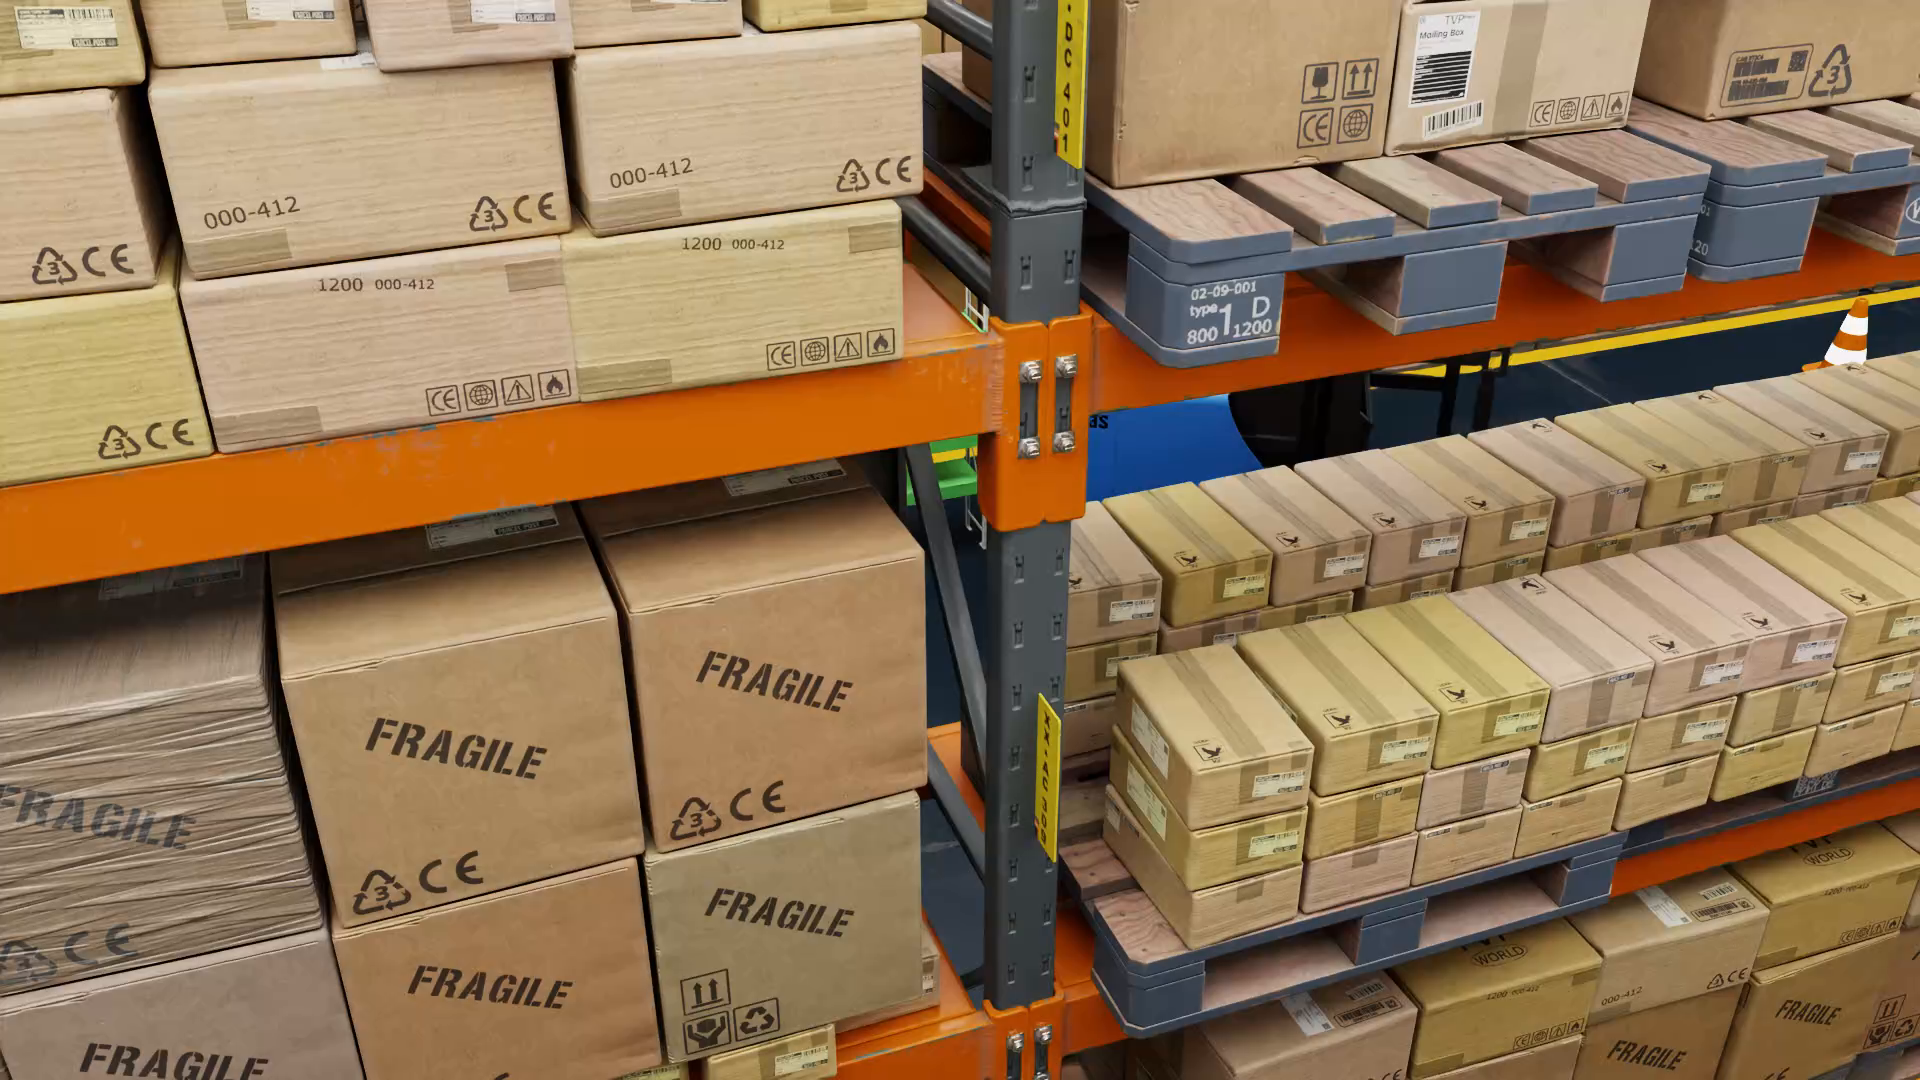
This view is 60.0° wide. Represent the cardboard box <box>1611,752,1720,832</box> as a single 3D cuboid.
[{"bbox_3d":[1.461,0.459,3.743,0.250,0.149,0.380,-12,32,-20],"label":"cardboard box"}]

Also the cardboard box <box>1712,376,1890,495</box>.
[{"bbox_3d":[2.228,-0.285,4.449,0.250,0.149,0.380,-9,31,-15],"label":"cardboard box"}]

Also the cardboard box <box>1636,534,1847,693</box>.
[{"bbox_3d":[1.705,0.156,3.674,0.250,0.149,0.380,-9,31,-16],"label":"cardboard box"}]

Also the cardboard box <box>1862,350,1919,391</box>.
[{"bbox_3d":[2.729,-0.378,4.612,0.250,0.149,0.380,-11,31,-18],"label":"cardboard box"}]

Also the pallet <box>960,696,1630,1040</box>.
[{"bbox_3d":[0.731,0.585,3.887,1.213,0.211,1.003,-10,31,-18],"label":"pallet"}]

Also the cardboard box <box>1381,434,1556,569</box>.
[{"bbox_3d":[1.244,-0.102,4.128,0.250,0.149,0.380,-11,32,-19],"label":"cardboard box"}]

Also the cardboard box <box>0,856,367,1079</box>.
[{"bbox_3d":[-1.345,0.782,2.945,0.500,0.500,0.500,-11,31,-18],"label":"cardboard box"}]

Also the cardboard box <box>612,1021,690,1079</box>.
[{"bbox_3d":[-0.697,0.947,3.312,0.250,0.149,0.380,-9,31,-16],"label":"cardboard box"}]

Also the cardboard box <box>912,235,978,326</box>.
[{"bbox_3d":[-0.460,-1.276,8.681,0.875,0.875,0.875,-10,31,-16],"label":"cardboard box"}]

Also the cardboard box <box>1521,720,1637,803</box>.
[{"bbox_3d":[1.221,0.374,3.593,0.250,0.149,0.380,-12,32,-20],"label":"cardboard box"}]

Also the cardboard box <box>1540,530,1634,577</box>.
[{"bbox_3d":[1.502,-0.026,4.294,0.250,0.149,0.380,-10,31,-17],"label":"cardboard box"}]

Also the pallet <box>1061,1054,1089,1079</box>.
[{"bbox_3d":[0.693,1.643,4.653,1.213,0.211,1.003,-10,31,-18],"label":"pallet"}]

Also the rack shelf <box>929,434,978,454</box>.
[{"bbox_3d":[-0.155,-0.437,7.434,0.480,0.148,0.258,-10,31,-18],"label":"rack shelf"}]

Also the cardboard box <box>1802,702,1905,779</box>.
[{"bbox_3d":[1.952,0.368,3.903,0.250,0.149,0.380,-12,32,-20],"label":"cardboard box"}]

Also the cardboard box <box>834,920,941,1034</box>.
[{"bbox_3d":[-0.223,0.833,3.511,0.250,0.149,0.380,-11,31,-18],"label":"cardboard box"}]

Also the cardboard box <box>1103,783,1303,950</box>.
[{"bbox_3d":[0.493,0.638,3.429,0.250,0.149,0.380,-12,32,-20],"label":"cardboard box"}]

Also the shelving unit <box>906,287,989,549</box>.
[{"bbox_3d":[-0.155,-0.493,7.403,0.503,1.200,0.258,-10,31,-18],"label":"shelving unit"}]

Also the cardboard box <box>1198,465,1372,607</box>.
[{"bbox_3d":[0.766,-0.016,3.976,0.250,0.149,0.380,-11,32,-19],"label":"cardboard box"}]

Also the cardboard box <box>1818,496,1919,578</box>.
[{"bbox_3d":[2.200,0.063,3.837,0.250,0.149,0.380,-9,31,-15],"label":"cardboard box"}]

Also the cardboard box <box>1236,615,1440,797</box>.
[{"bbox_3d":[0.752,0.329,3.371,0.250,0.149,0.380,-10,31,-16],"label":"cardboard box"}]

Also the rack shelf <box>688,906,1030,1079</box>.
[{"bbox_3d":[-1.911,1.224,3.298,4.000,0.370,1.077,-10,31,-18],"label":"rack shelf"}]

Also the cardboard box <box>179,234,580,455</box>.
[{"bbox_3d":[-0.874,-0.381,2.510,0.500,0.250,0.500,-11,31,-18],"label":"cardboard box"}]

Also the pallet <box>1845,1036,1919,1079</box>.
[{"bbox_3d":[2.980,1.222,5.393,1.213,0.211,1.003,-10,31,-18],"label":"pallet"}]

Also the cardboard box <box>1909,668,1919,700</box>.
[{"bbox_3d":[2.200,0.193,3.909,0.250,0.149,0.380,-10,31,-16],"label":"cardboard box"}]

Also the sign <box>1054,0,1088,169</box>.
[{"bbox_3d":[0.160,-0.711,2.416,0.005,0.325,0.100,-10,31,-18],"label":"sign"}]

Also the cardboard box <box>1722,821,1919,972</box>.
[{"bbox_3d":[2.212,0.866,4.543,0.500,0.250,0.500,-10,31,-16],"label":"cardboard box"}]

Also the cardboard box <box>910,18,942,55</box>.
[{"bbox_3d":[-0.406,-2.319,7.680,0.500,0.500,0.500,-11,32,-19],"label":"cardboard box"}]

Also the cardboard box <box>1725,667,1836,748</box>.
[{"bbox_3d":[1.721,0.280,3.757,0.250,0.149,0.380,-11,31,-18],"label":"cardboard box"}]

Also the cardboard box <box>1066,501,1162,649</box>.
[{"bbox_3d":[0.272,0.075,3.818,0.250,0.149,0.380,-9,31,-15],"label":"cardboard box"}]

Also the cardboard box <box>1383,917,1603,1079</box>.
[{"bbox_3d":[1.246,1.046,4.227,0.500,0.250,0.500,-10,31,-16],"label":"cardboard box"}]

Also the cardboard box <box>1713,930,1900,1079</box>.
[{"bbox_3d":[2.209,1.201,4.713,0.500,0.500,0.500,-12,32,-20],"label":"cardboard box"}]

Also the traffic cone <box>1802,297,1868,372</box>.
[{"bbox_3d":[4.967,-1.128,9.262,0.334,0.463,0.336,-10,31,-18],"label":"traffic cone"}]

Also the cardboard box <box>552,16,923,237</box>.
[{"bbox_3d":[-0.380,-0.692,2.550,0.500,0.250,0.500,-12,32,-20],"label":"cardboard box"}]

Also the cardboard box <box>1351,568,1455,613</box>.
[{"bbox_3d":[1.002,0.067,4.132,0.250,0.149,0.380,-11,32,-19],"label":"cardboard box"}]

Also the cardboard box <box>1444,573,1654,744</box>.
[{"bbox_3d":[1.228,0.244,3.520,0.250,0.149,0.380,-11,31,-18],"label":"cardboard box"}]

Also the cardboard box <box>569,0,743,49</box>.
[{"bbox_3d":[-0.479,-0.831,2.392,0.250,0.149,0.380,-10,31,-16],"label":"cardboard box"}]

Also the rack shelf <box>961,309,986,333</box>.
[{"bbox_3d":[-0.155,-0.854,7.197,0.480,0.148,0.258,-10,31,-18],"label":"rack shelf"}]

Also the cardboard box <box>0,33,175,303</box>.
[{"bbox_3d":[-1.359,-0.515,2.240,0.500,0.250,0.500,-9,31,-16],"label":"cardboard box"}]

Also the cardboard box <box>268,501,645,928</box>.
[{"bbox_3d":[-0.865,0.257,2.856,0.500,0.500,0.500,-11,32,-19],"label":"cardboard box"}]

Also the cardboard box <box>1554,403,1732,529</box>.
[{"bbox_3d":[1.745,-0.197,4.295,0.250,0.149,0.380,-11,31,-18],"label":"cardboard box"}]

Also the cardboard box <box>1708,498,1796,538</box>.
[{"bbox_3d":[1.983,-0.114,4.448,0.250,0.149,0.380,-11,31,-18],"label":"cardboard box"}]

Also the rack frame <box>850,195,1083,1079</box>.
[{"bbox_3d":[-0.036,0.566,3.726,0.127,3.000,1.000,-10,31,-18],"label":"rack frame"}]

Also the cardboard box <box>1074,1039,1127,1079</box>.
[{"bbox_3d":[0.569,1.225,4.670,0.500,0.500,0.500,-11,31,-19],"label":"cardboard box"}]

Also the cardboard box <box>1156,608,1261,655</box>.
[{"bbox_3d":[0.514,0.157,3.973,0.250,0.149,0.380,-10,31,-17],"label":"cardboard box"}]

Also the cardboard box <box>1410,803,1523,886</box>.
[{"bbox_3d":[0.987,0.546,3.590,0.250,0.149,0.380,-10,31,-17],"label":"cardboard box"}]

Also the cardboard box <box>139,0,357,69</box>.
[{"bbox_3d":[-0.980,-0.779,2.301,0.250,0.149,0.380,-9,31,-16],"label":"cardboard box"}]

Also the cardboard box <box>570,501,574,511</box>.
[{"bbox_3d":[-1.025,0.020,3.272,0.500,0.500,0.500,-11,32,-19],"label":"cardboard box"}]

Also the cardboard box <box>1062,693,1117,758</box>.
[{"bbox_3d":[0.267,0.333,3.966,0.250,0.149,0.380,-11,32,-19],"label":"cardboard box"}]

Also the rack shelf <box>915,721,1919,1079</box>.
[{"bbox_3d":[1.838,0.534,4.510,4.000,0.370,1.077,-10,31,-18],"label":"rack shelf"}]

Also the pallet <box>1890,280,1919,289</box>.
[{"bbox_3d":[6.258,-2.015,11.073,1.213,0.211,1.003,-10,31,-18],"label":"pallet"}]

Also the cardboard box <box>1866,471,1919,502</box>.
[{"bbox_3d":[2.451,-0.197,4.595,0.250,0.149,0.380,-10,31,-17],"label":"cardboard box"}]

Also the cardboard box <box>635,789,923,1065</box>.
[{"bbox_3d":[-0.391,0.608,3.251,0.500,0.500,0.500,-10,31,-18],"label":"cardboard box"}]

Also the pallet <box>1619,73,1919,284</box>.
[{"bbox_3d":[1.550,-0.893,3.447,1.003,0.211,1.213,-10,31,-18],"label":"pallet"}]

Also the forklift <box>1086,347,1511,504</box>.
[{"bbox_3d":[1.852,-1.098,6.717,3.031,2.935,1.130,5,30,9],"label":"forklift"}]

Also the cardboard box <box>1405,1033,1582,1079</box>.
[{"bbox_3d":[1.244,1.373,4.410,0.500,0.500,0.500,-9,31,-15],"label":"cardboard box"}]

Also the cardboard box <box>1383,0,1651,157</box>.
[{"bbox_3d":[0.862,-0.935,2.997,0.500,0.311,0.500,-11,31,-18],"label":"cardboard box"}]

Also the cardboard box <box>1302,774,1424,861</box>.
[{"bbox_3d":[0.735,0.463,3.436,0.250,0.149,0.380,-11,31,-19],"label":"cardboard box"}]

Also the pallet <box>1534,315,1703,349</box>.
[{"bbox_3d":[3.766,-1.535,10.231,1.213,0.211,1.003,-10,31,-18],"label":"pallet"}]
